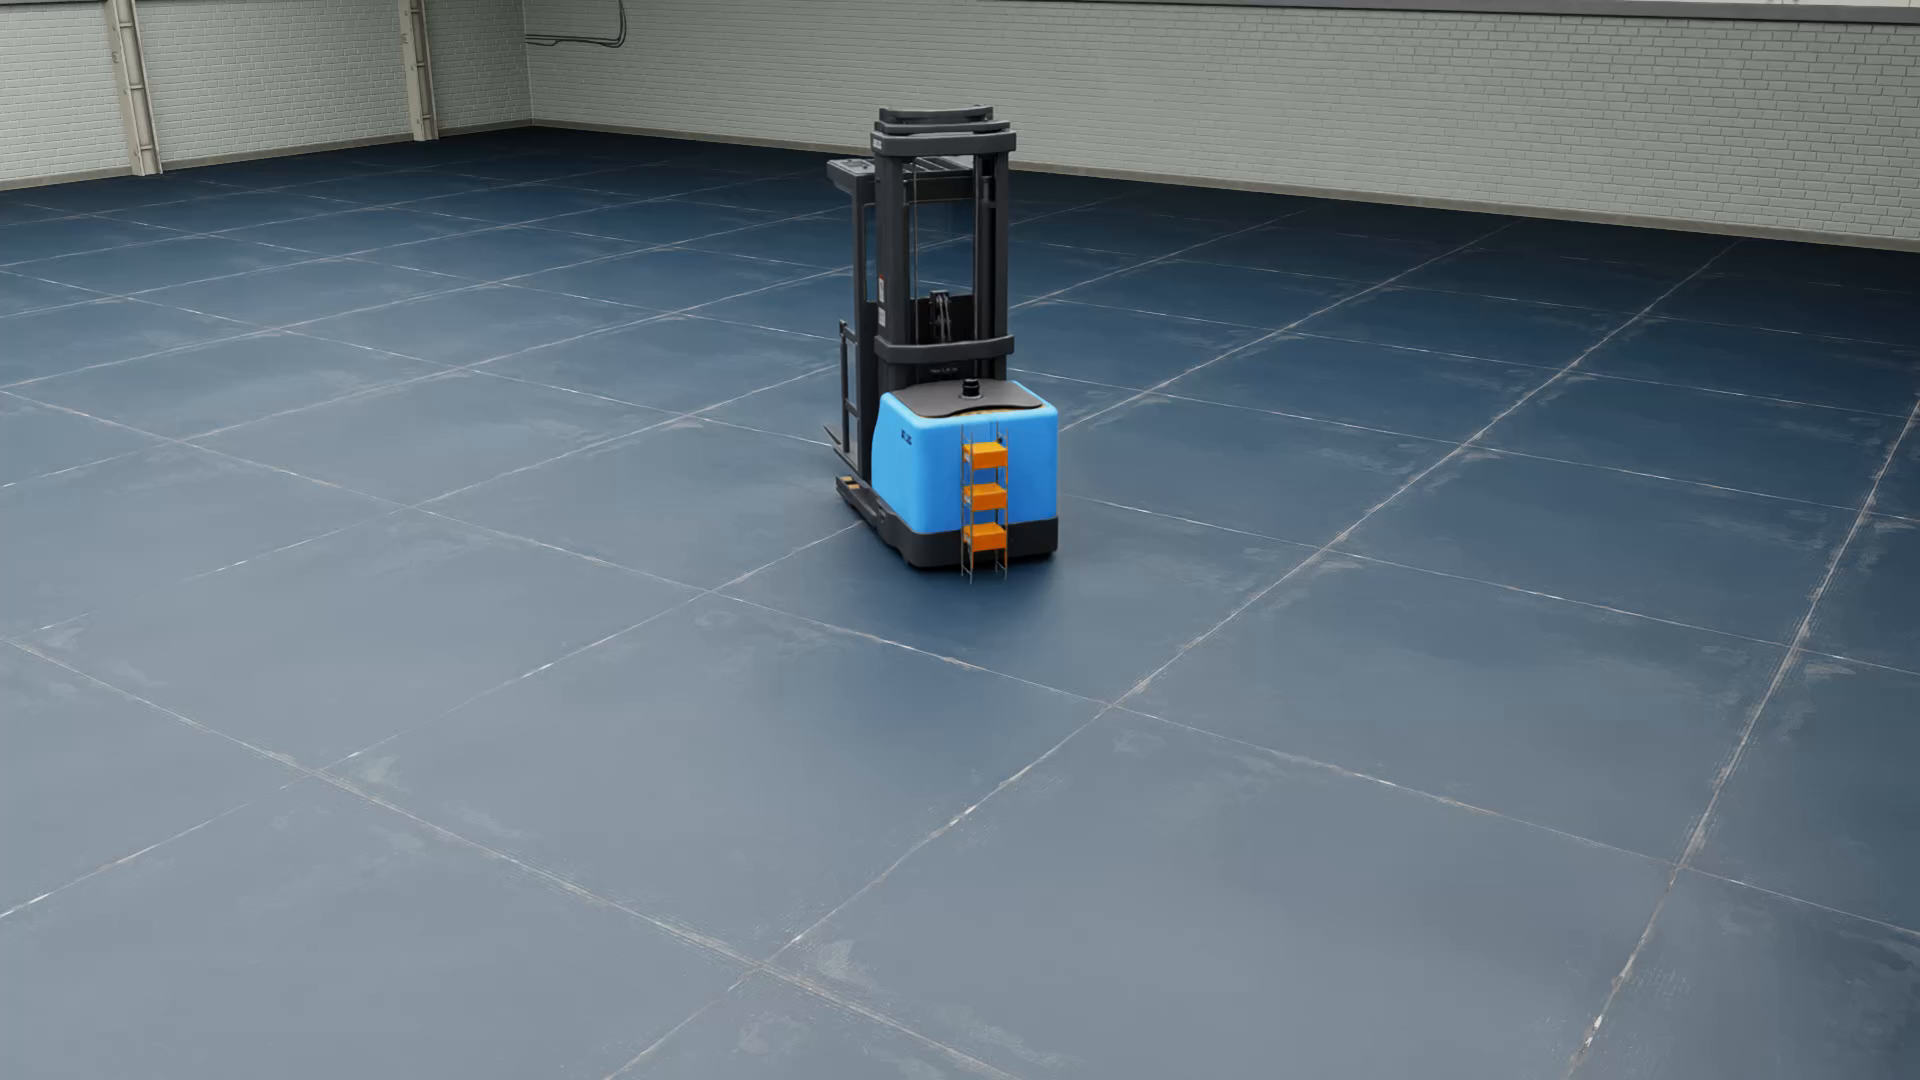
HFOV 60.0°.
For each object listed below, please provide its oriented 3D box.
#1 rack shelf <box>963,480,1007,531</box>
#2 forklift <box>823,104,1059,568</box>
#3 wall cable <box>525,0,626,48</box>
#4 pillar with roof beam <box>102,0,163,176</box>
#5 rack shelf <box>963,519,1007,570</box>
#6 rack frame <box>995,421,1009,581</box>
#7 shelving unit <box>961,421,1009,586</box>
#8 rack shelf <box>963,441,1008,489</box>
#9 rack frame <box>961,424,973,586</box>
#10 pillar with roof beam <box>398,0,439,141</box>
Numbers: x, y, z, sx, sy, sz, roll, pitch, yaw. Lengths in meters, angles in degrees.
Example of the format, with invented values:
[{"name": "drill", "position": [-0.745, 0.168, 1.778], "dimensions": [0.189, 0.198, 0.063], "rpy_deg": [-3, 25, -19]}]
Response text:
[{"name": "rack shelf", "position": [0.159, -0.229, 10.902], "dimensions": [0.240, 0.259, 0.215], "rpy_deg": [-7, 21, -18]}, {"name": "forklift", "position": [-0.300, -1.668, 12.050], "dimensions": [1.130, 2.935, 3.031], "rpy_deg": [-7, 21, -18]}, {"name": "wall cable", "position": [-8.082, -11.475, 34.292], "dimensions": [3.097, 2.526, 0.112], "rpy_deg": [13, 24, 32]}, {"name": "pillar with roof beam", "position": [-10.644, -9.783, 25.242], "dimensions": [9.100, 9.000, 0.400], "rpy_deg": [13, 24, 32]}, {"name": "rack shelf", "position": [0.159, 0.031, 10.998], "dimensions": [0.240, 0.259, 0.215], "rpy_deg": [-7, 21, -18]}, {"name": "rack frame", "position": [0.274, -0.253, 10.936], "dimensions": [0.008, 1.050, 0.200], "rpy_deg": [-7, 21, -18]}, {"name": "shelving unit", "position": [0.159, -0.239, 10.898], "dimensions": [0.252, 1.050, 0.215], "rpy_deg": [-7, 21, -18]}, {"name": "rack shelf", "position": [0.160, -0.495, 10.803], "dimensions": [0.240, 0.259, 0.215], "rpy_deg": [-7, 21, -18]}, {"name": "rack frame", "position": [0.045, -0.225, 10.860], "dimensions": [0.008, 1.050, 0.200], "rpy_deg": [-7, 21, -18]}, {"name": "pillar with roof beam", "position": [-7.271, -11.505, 29.896], "dimensions": [9.100, 9.000, 0.400], "rpy_deg": [13, 24, 32]}]
